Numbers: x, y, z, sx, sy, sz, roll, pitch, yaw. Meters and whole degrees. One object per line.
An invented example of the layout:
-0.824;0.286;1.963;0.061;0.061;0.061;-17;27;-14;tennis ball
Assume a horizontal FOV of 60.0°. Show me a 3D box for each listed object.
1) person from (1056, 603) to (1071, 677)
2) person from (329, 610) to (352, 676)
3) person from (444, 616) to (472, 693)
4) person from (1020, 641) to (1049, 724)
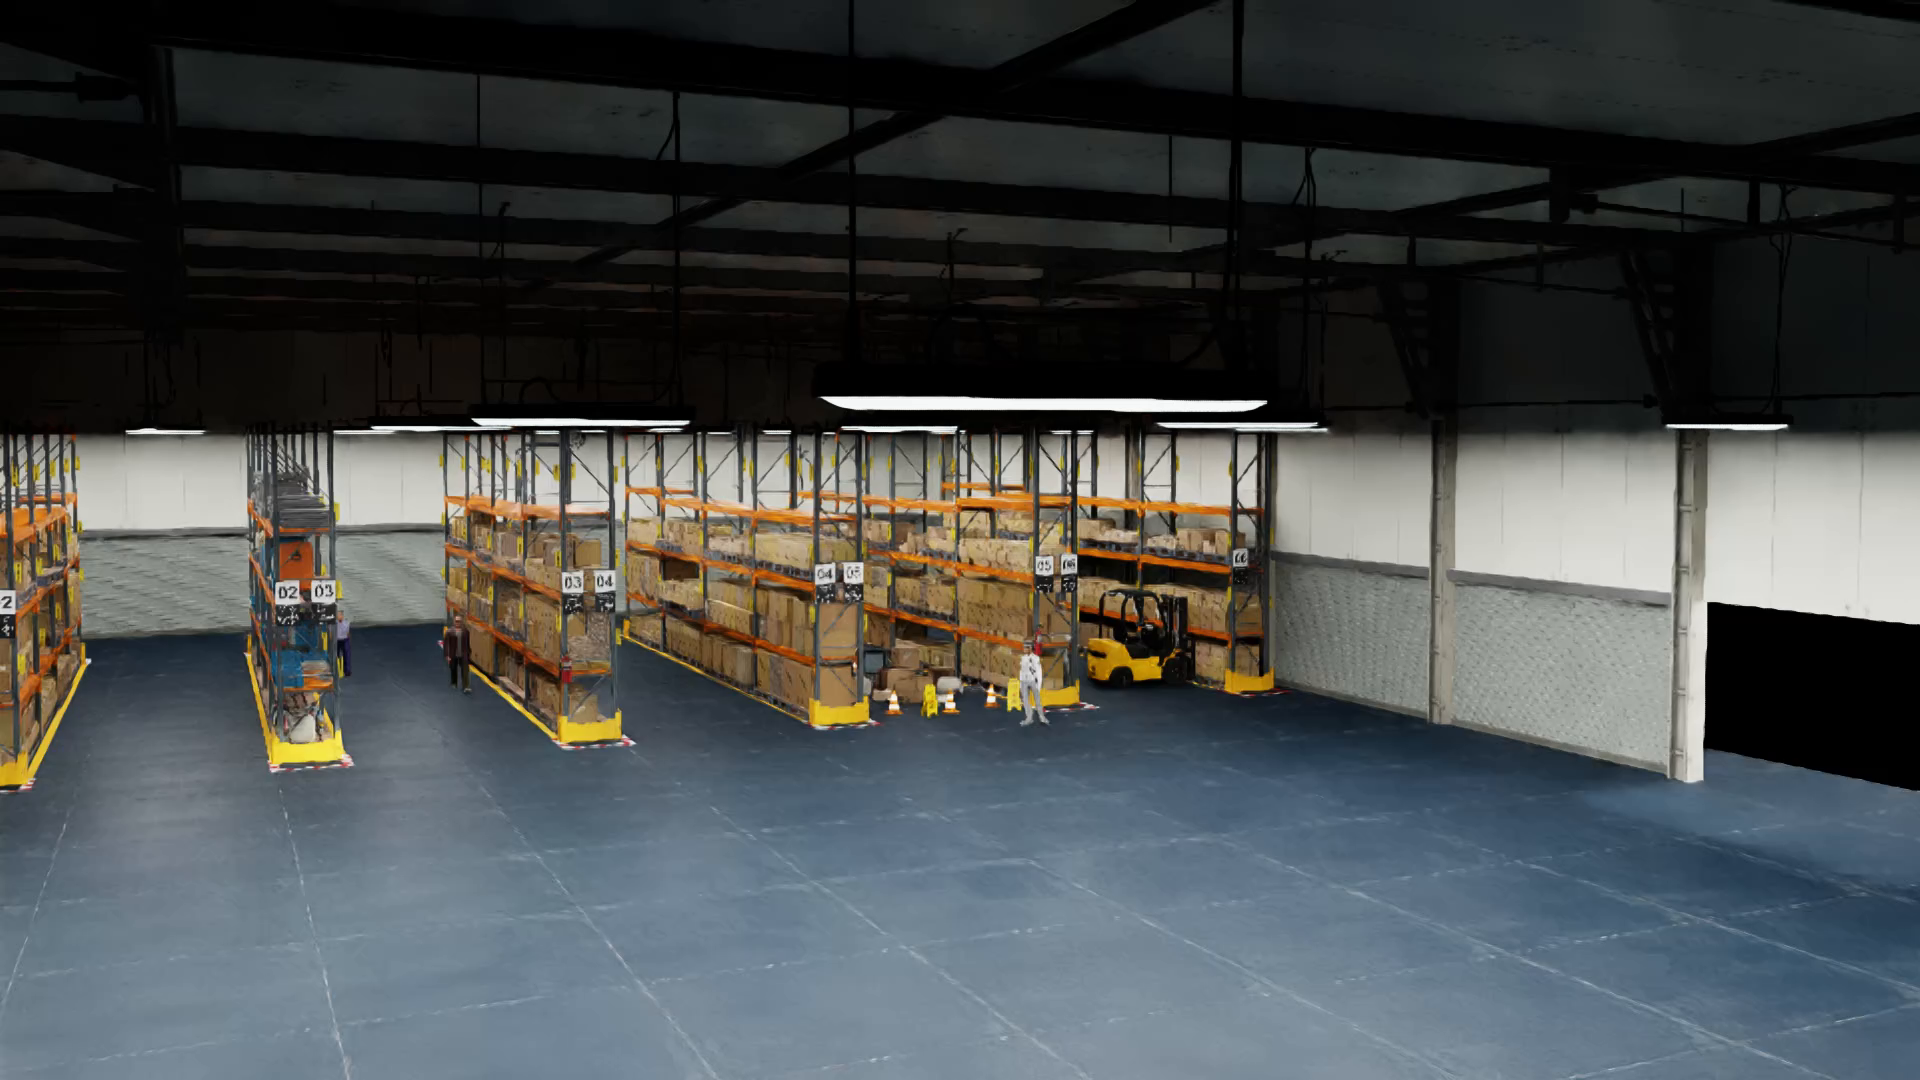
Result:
2.372;2.367;39.475;0.504;1.759;0.588;0;4;5;person
-14.826;2.441;39.766;0.479;1.567;1.090;-1;4;-22;person
-11.208;2.535;37.114;0.598;1.698;1.193;-1;4;-22;person
1.453;2.827;33.149;0.563;1.669;0.524;3;5;39;person
